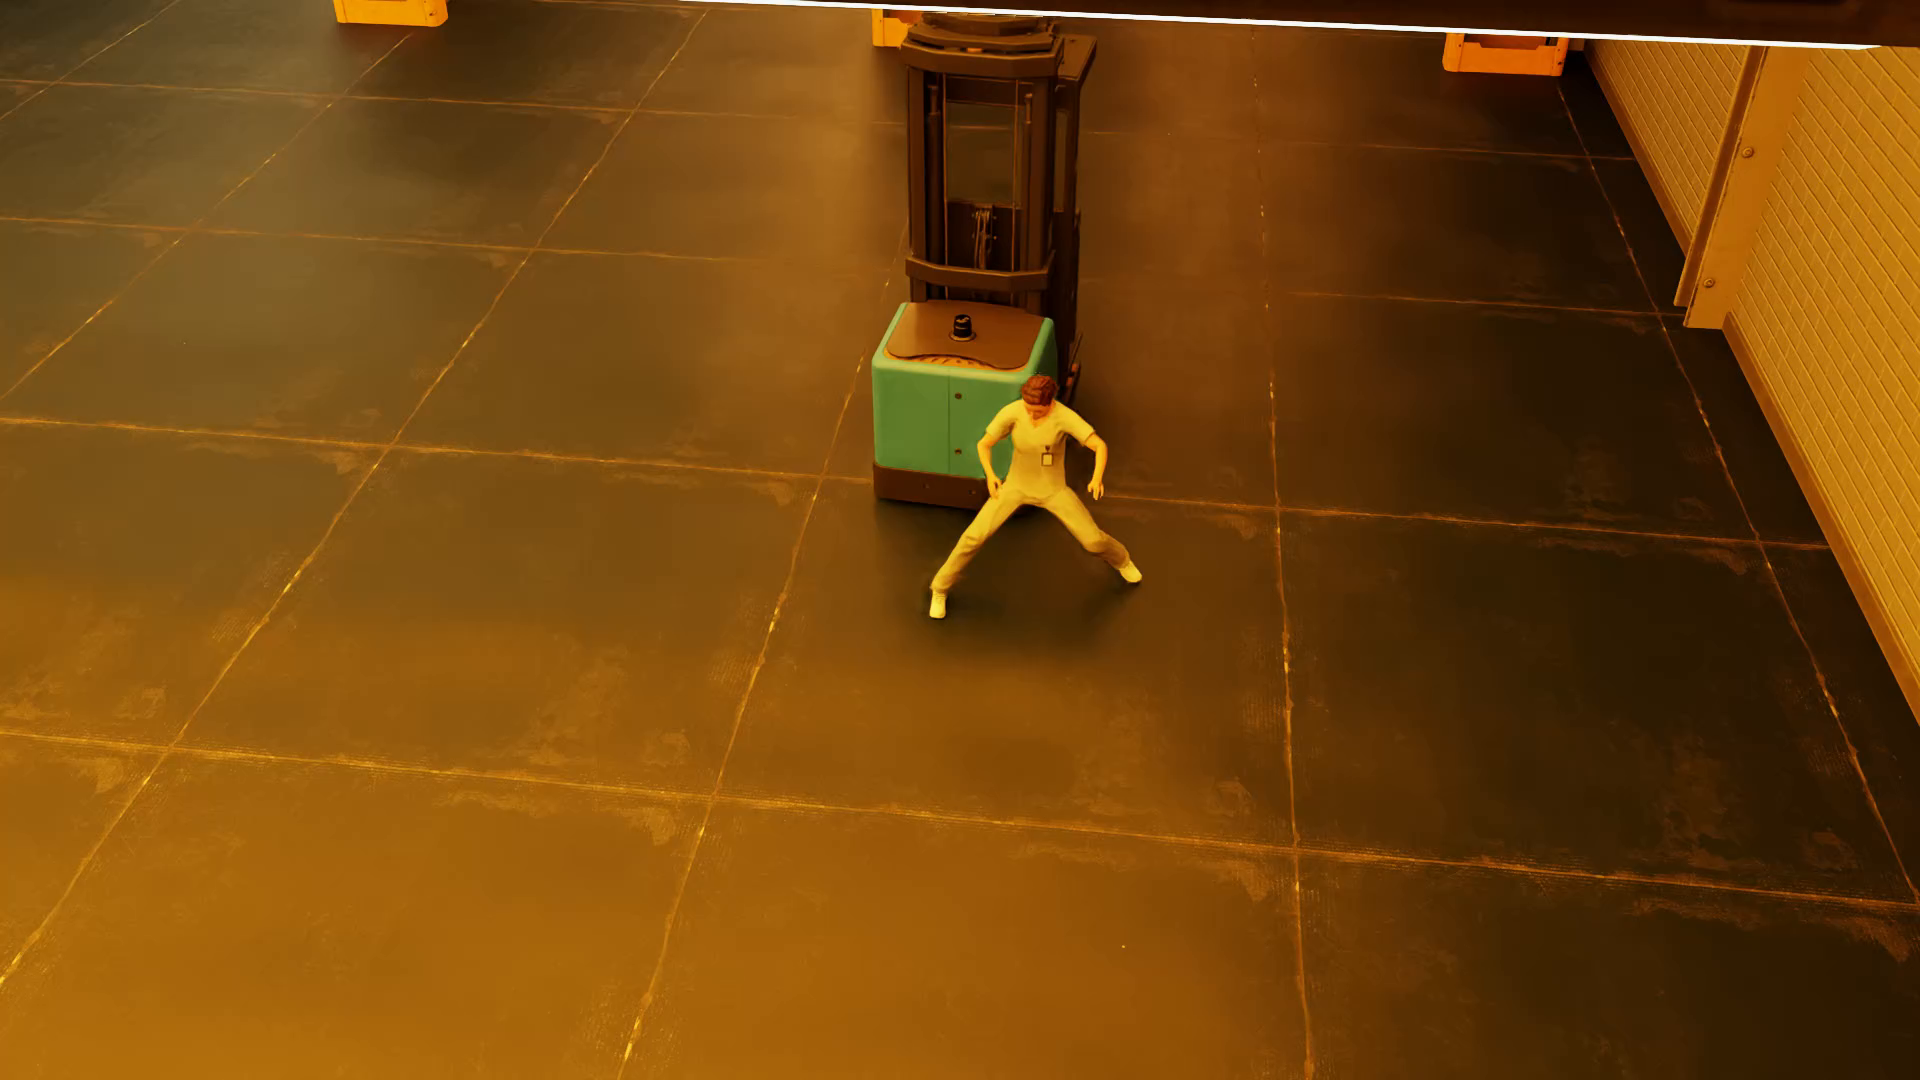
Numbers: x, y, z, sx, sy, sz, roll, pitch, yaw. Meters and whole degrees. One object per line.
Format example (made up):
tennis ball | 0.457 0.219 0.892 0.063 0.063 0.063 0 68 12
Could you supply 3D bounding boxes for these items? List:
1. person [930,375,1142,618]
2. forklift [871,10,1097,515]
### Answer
person | 0.458 -0.267 9.624 1.216 1.475 0.829 8 37 11
forklift | 0.257 -2.213 11.032 1.130 2.935 3.031 7 37 10
